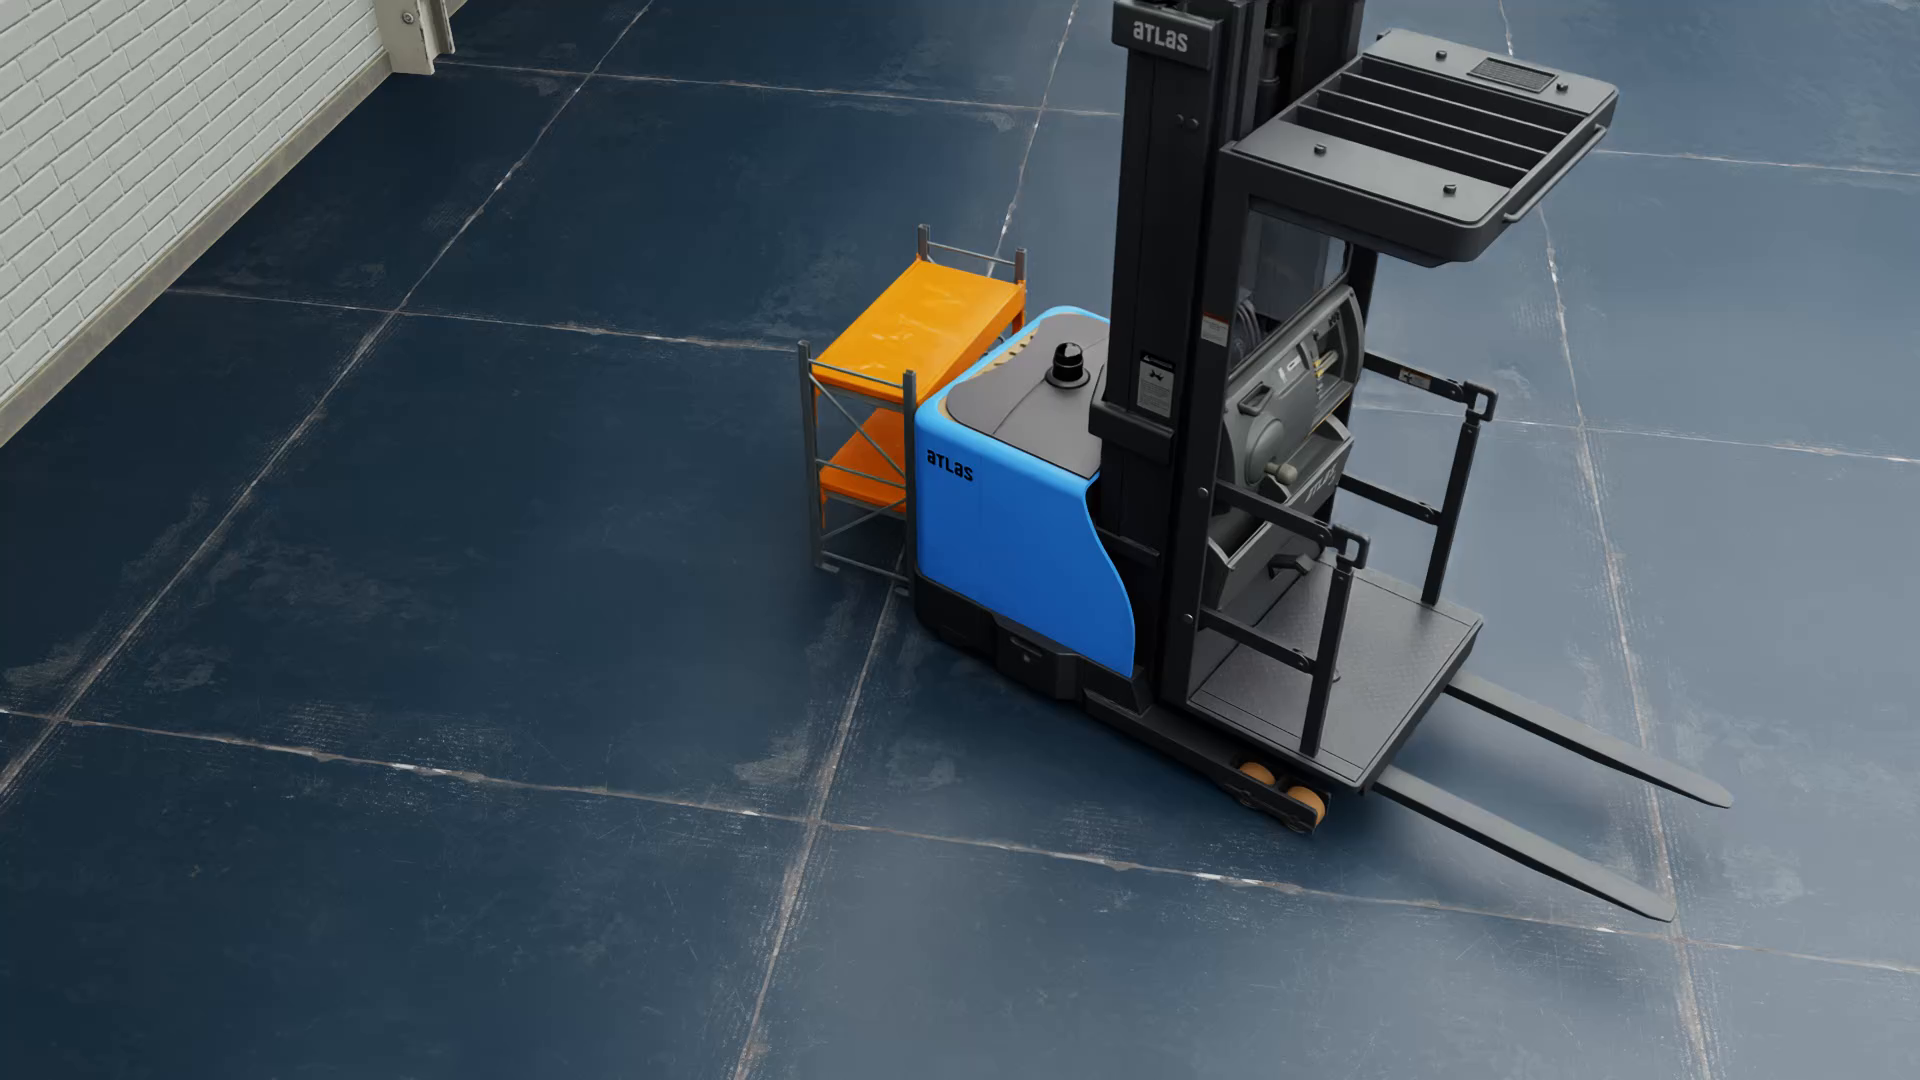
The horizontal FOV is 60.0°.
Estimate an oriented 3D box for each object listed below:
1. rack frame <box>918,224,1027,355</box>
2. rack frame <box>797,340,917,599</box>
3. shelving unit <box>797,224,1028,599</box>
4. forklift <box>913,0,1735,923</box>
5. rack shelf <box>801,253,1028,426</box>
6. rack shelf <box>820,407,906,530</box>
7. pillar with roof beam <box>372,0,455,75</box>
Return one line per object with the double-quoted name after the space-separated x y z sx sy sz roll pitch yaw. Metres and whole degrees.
0.051 -0.844 7.388 0.500 1.125 0.032 17 43 20 "rack frame"
-0.395 -0.262 6.684 0.500 1.125 0.032 17 43 20 "rack frame"
-0.172 -0.553 7.036 0.538 1.125 1.048 17 43 20 "shelving unit"
1.298 -0.466 5.513 3.031 2.935 1.130 26 46 28 "forklift"
-0.172 -0.778 6.849 0.538 0.278 1.000 17 43 20 "rack shelf"
-0.172 -0.364 7.192 0.538 0.278 1.000 17 43 20 "rack shelf"
0.640 -6.199 7.686 9.100 9.000 0.400 6 40 8 "pillar with roof beam"
